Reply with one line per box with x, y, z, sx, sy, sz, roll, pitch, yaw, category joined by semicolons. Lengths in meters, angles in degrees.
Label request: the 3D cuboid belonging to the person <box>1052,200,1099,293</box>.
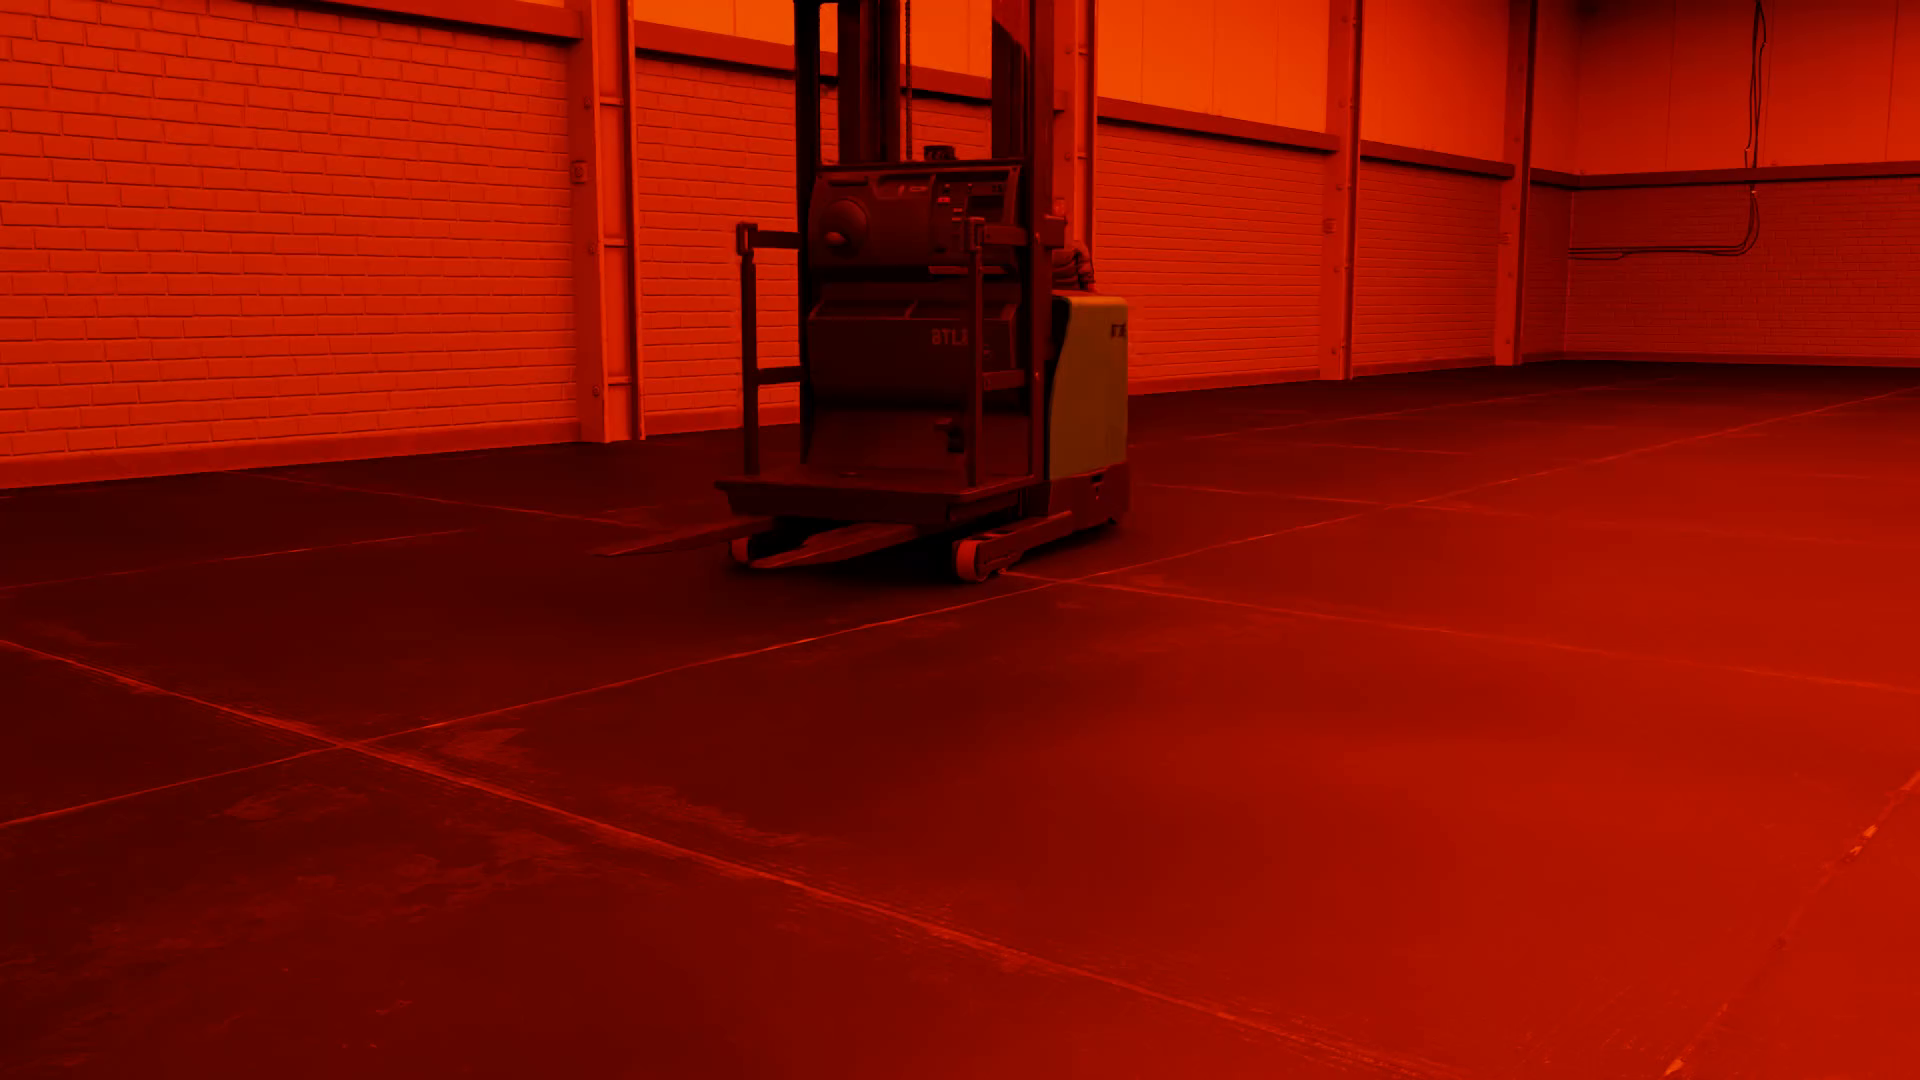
0.656;-1.287;10.443;0.569;1.654;0.504;2;9;13;person

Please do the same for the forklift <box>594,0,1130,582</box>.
-0.281;-1.360;6.577;1.130;2.935;3.031;4;9;25;forklift
